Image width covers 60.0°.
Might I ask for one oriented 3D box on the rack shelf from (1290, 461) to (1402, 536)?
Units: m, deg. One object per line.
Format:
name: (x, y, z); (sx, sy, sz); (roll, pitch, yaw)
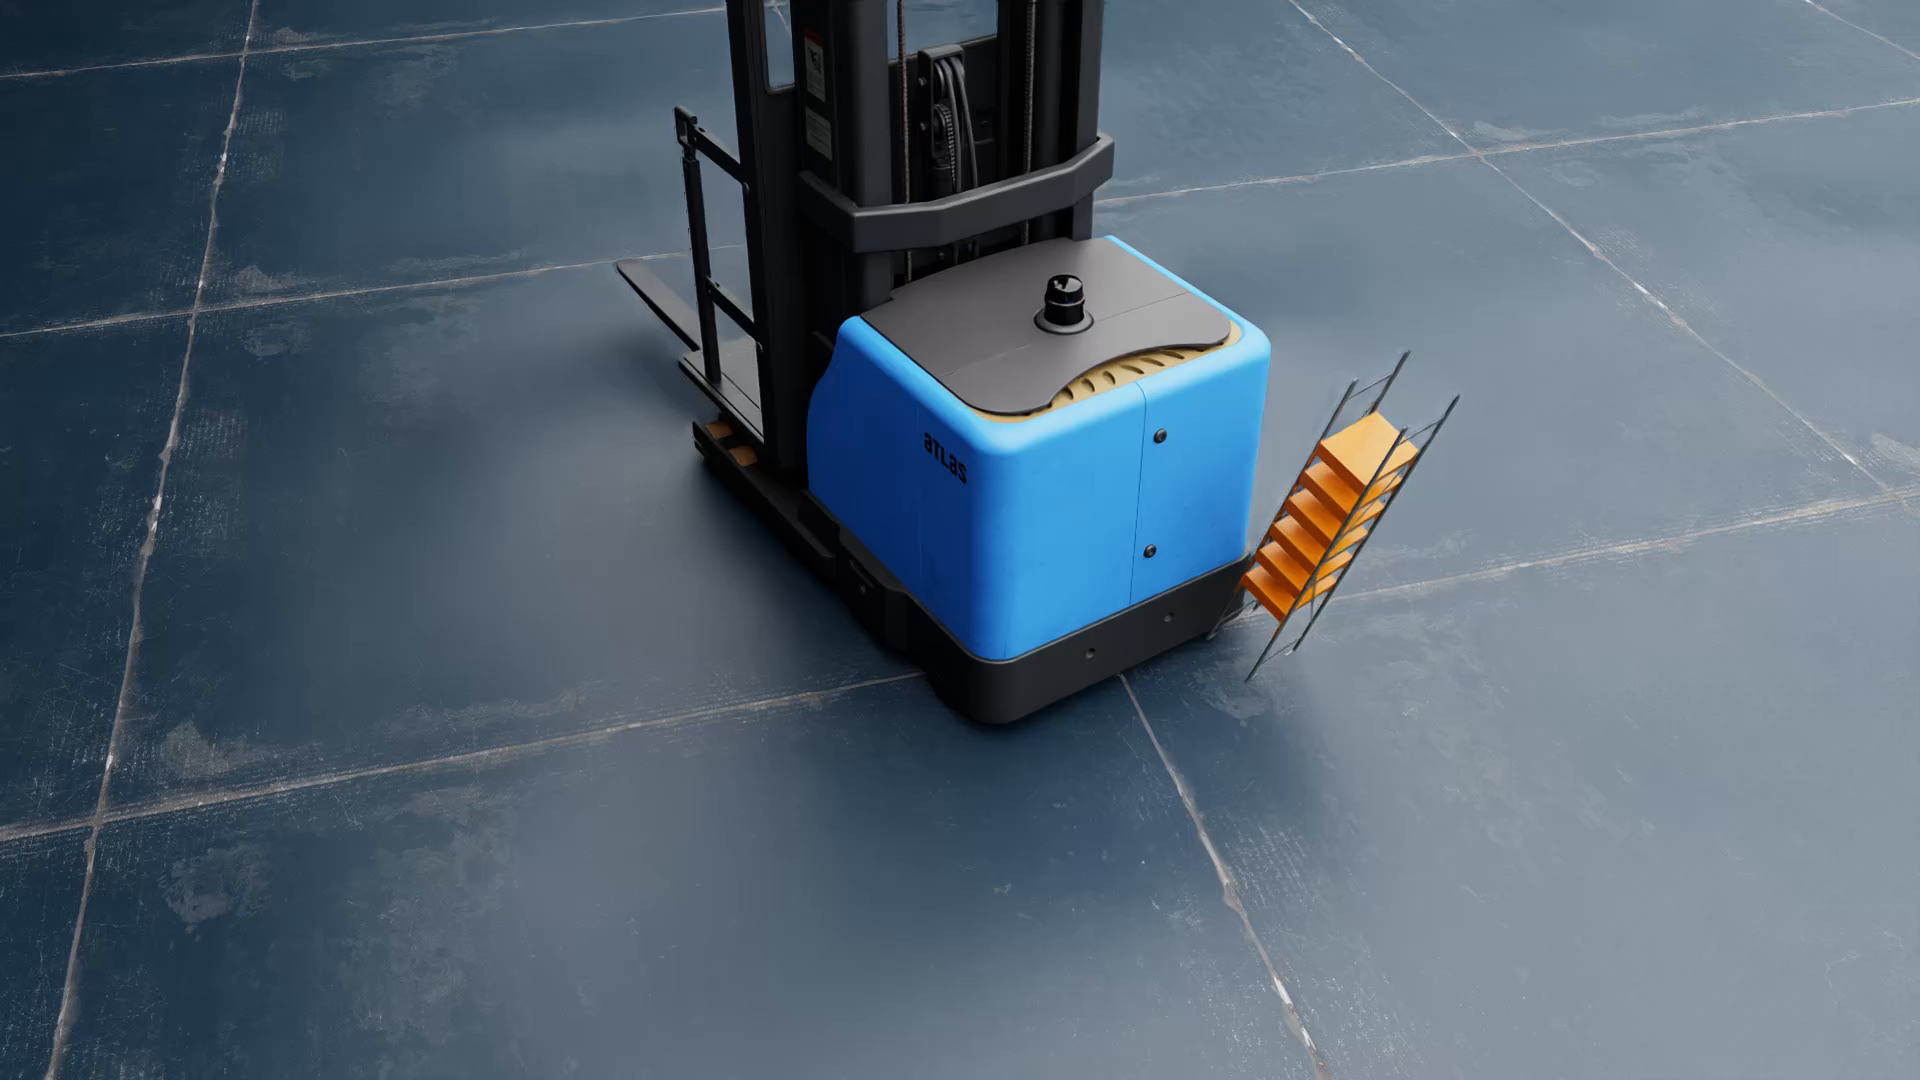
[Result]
rack shelf: (1.086, -0.152, 4.654); (0.258, 0.103, 0.180); (-28, 64, -31)

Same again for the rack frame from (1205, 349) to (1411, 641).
rack frame: (0.989, -0.096, 4.839); (0.240, 1.200, 0.006); (-28, 64, -31)

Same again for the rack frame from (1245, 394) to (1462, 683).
rack frame: (1.102, 0.030, 4.770); (0.240, 1.200, 0.006); (-28, 64, -31)

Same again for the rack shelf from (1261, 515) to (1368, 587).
rack shelf: (1.036, -0.006, 4.839); (0.258, 0.103, 0.180); (-28, 64, -31)

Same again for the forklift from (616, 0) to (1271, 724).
forklift: (-0.315, -1.481, 5.274); (1.130, 2.935, 3.031); (-22, 42, -26)

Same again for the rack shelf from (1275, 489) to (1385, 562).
rack shelf: (1.061, -0.079, 4.746); (0.258, 0.103, 0.180); (-28, 64, -31)

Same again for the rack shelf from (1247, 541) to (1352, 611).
rack shelf: (1.012, 0.067, 4.931); (0.258, 0.103, 0.180); (-28, 64, -31)

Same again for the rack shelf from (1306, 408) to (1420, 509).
rack shelf: (1.111, -0.224, 4.562); (0.258, 0.103, 0.180); (-28, 64, -31)

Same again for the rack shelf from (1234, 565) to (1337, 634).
rack shelf: (0.987, 0.140, 5.023); (0.258, 0.103, 0.180); (-28, 64, -31)

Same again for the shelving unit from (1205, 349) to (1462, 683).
shelving unit: (1.046, -0.033, 4.804); (0.258, 1.200, 0.189); (-28, 64, -31)
